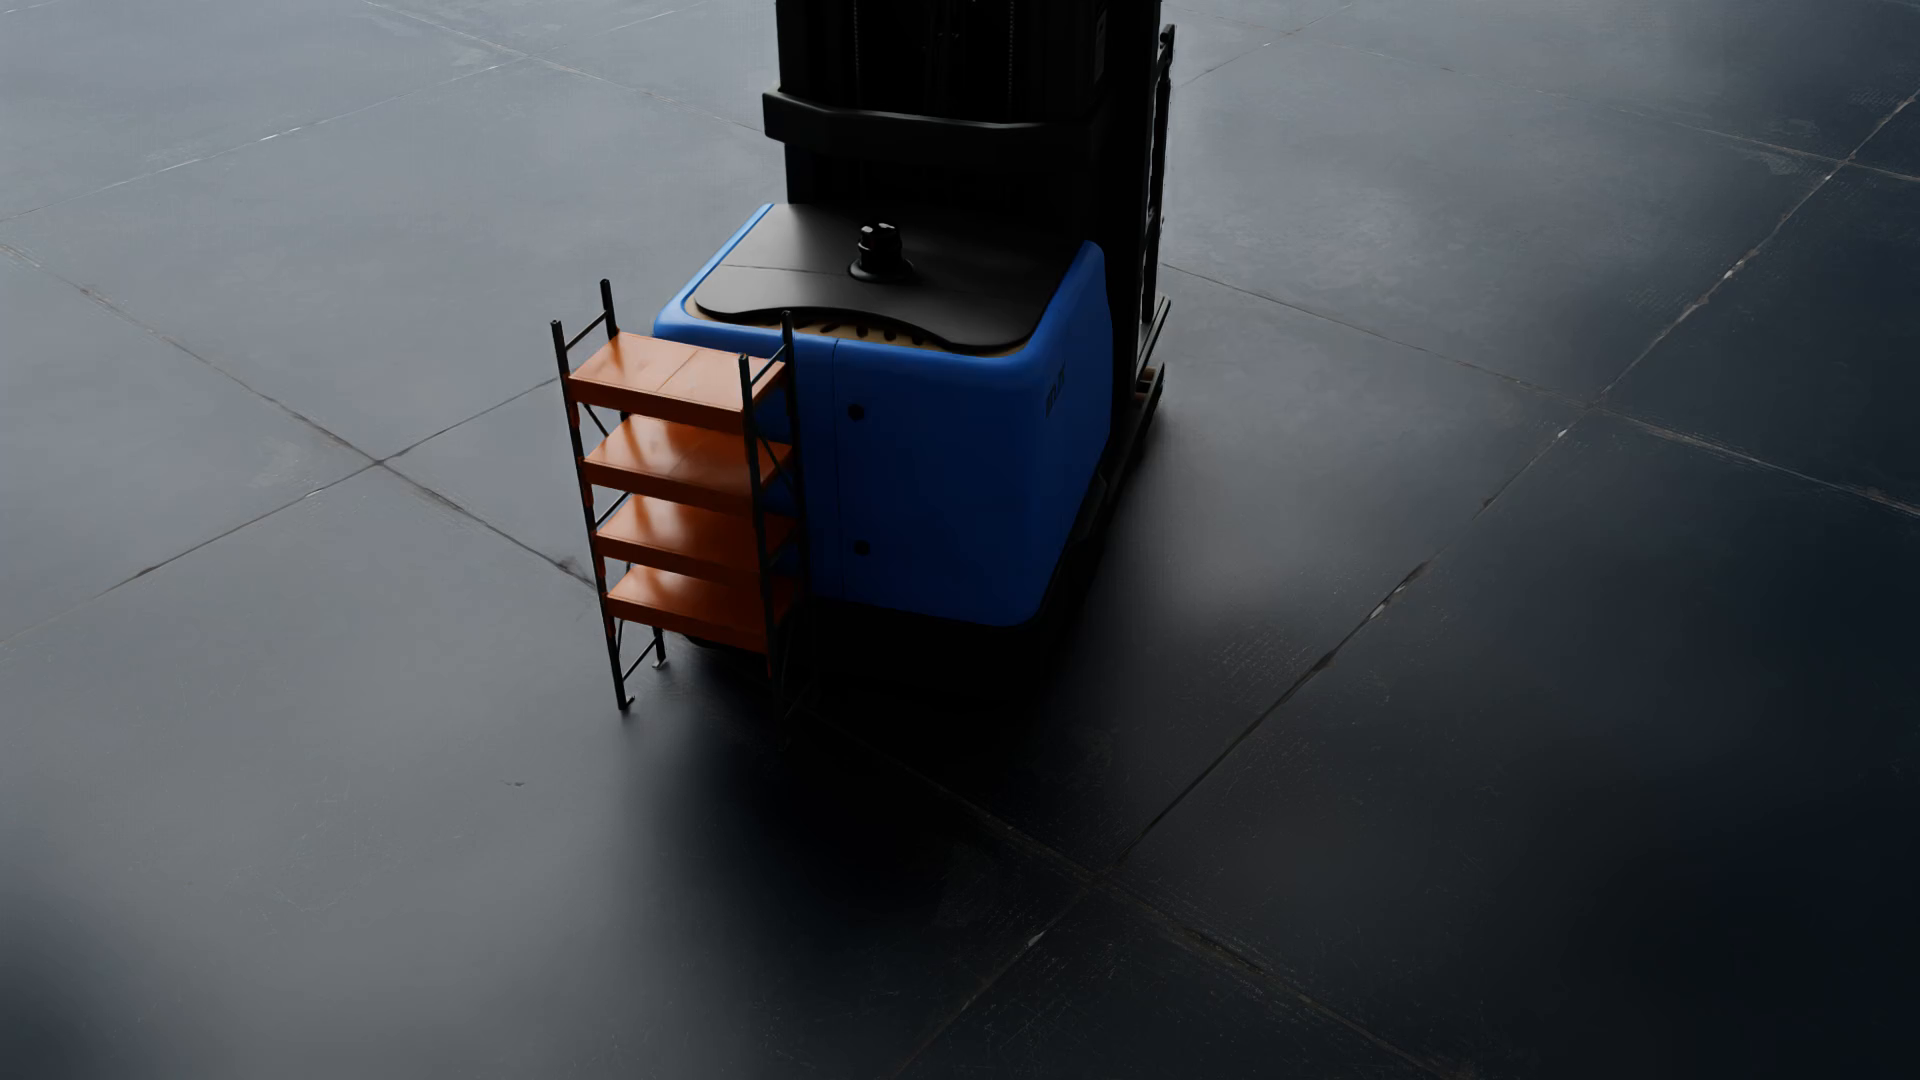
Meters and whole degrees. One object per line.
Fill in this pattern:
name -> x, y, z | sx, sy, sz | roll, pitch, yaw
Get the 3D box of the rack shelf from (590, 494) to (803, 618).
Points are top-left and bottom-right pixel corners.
rack shelf -> -0.667, 0.019, 4.274 | 0.480, 0.148, 0.258 | 12, 38, 17

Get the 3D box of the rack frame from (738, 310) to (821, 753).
rack frame -> -0.440, 0.014, 4.163 | 0.015, 1.200, 0.240 | 12, 38, 17

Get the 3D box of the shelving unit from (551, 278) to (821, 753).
shelving unit -> -0.668, -0.036, 4.235 | 0.503, 1.200, 0.258 | 12, 38, 17

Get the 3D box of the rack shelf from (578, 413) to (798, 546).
rack shelf -> -0.670, -0.162, 4.143 | 0.480, 0.148, 0.258 | 12, 38, 17

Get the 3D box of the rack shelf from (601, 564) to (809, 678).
rack shelf -> -0.665, 0.179, 4.391 | 0.480, 0.148, 0.258 | 12, 38, 17

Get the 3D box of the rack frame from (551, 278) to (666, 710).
rack frame -> -0.896, -0.085, 4.307 | 0.015, 1.200, 0.240 | 12, 38, 17

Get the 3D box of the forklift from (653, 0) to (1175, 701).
forklift -> 0.097, -1.606, 4.999 | 1.130, 2.935, 3.031 | 9, 36, 13

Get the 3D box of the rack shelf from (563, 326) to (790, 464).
rack shelf -> -0.672, -0.353, 4.003 | 0.480, 0.148, 0.258 | 12, 38, 17
